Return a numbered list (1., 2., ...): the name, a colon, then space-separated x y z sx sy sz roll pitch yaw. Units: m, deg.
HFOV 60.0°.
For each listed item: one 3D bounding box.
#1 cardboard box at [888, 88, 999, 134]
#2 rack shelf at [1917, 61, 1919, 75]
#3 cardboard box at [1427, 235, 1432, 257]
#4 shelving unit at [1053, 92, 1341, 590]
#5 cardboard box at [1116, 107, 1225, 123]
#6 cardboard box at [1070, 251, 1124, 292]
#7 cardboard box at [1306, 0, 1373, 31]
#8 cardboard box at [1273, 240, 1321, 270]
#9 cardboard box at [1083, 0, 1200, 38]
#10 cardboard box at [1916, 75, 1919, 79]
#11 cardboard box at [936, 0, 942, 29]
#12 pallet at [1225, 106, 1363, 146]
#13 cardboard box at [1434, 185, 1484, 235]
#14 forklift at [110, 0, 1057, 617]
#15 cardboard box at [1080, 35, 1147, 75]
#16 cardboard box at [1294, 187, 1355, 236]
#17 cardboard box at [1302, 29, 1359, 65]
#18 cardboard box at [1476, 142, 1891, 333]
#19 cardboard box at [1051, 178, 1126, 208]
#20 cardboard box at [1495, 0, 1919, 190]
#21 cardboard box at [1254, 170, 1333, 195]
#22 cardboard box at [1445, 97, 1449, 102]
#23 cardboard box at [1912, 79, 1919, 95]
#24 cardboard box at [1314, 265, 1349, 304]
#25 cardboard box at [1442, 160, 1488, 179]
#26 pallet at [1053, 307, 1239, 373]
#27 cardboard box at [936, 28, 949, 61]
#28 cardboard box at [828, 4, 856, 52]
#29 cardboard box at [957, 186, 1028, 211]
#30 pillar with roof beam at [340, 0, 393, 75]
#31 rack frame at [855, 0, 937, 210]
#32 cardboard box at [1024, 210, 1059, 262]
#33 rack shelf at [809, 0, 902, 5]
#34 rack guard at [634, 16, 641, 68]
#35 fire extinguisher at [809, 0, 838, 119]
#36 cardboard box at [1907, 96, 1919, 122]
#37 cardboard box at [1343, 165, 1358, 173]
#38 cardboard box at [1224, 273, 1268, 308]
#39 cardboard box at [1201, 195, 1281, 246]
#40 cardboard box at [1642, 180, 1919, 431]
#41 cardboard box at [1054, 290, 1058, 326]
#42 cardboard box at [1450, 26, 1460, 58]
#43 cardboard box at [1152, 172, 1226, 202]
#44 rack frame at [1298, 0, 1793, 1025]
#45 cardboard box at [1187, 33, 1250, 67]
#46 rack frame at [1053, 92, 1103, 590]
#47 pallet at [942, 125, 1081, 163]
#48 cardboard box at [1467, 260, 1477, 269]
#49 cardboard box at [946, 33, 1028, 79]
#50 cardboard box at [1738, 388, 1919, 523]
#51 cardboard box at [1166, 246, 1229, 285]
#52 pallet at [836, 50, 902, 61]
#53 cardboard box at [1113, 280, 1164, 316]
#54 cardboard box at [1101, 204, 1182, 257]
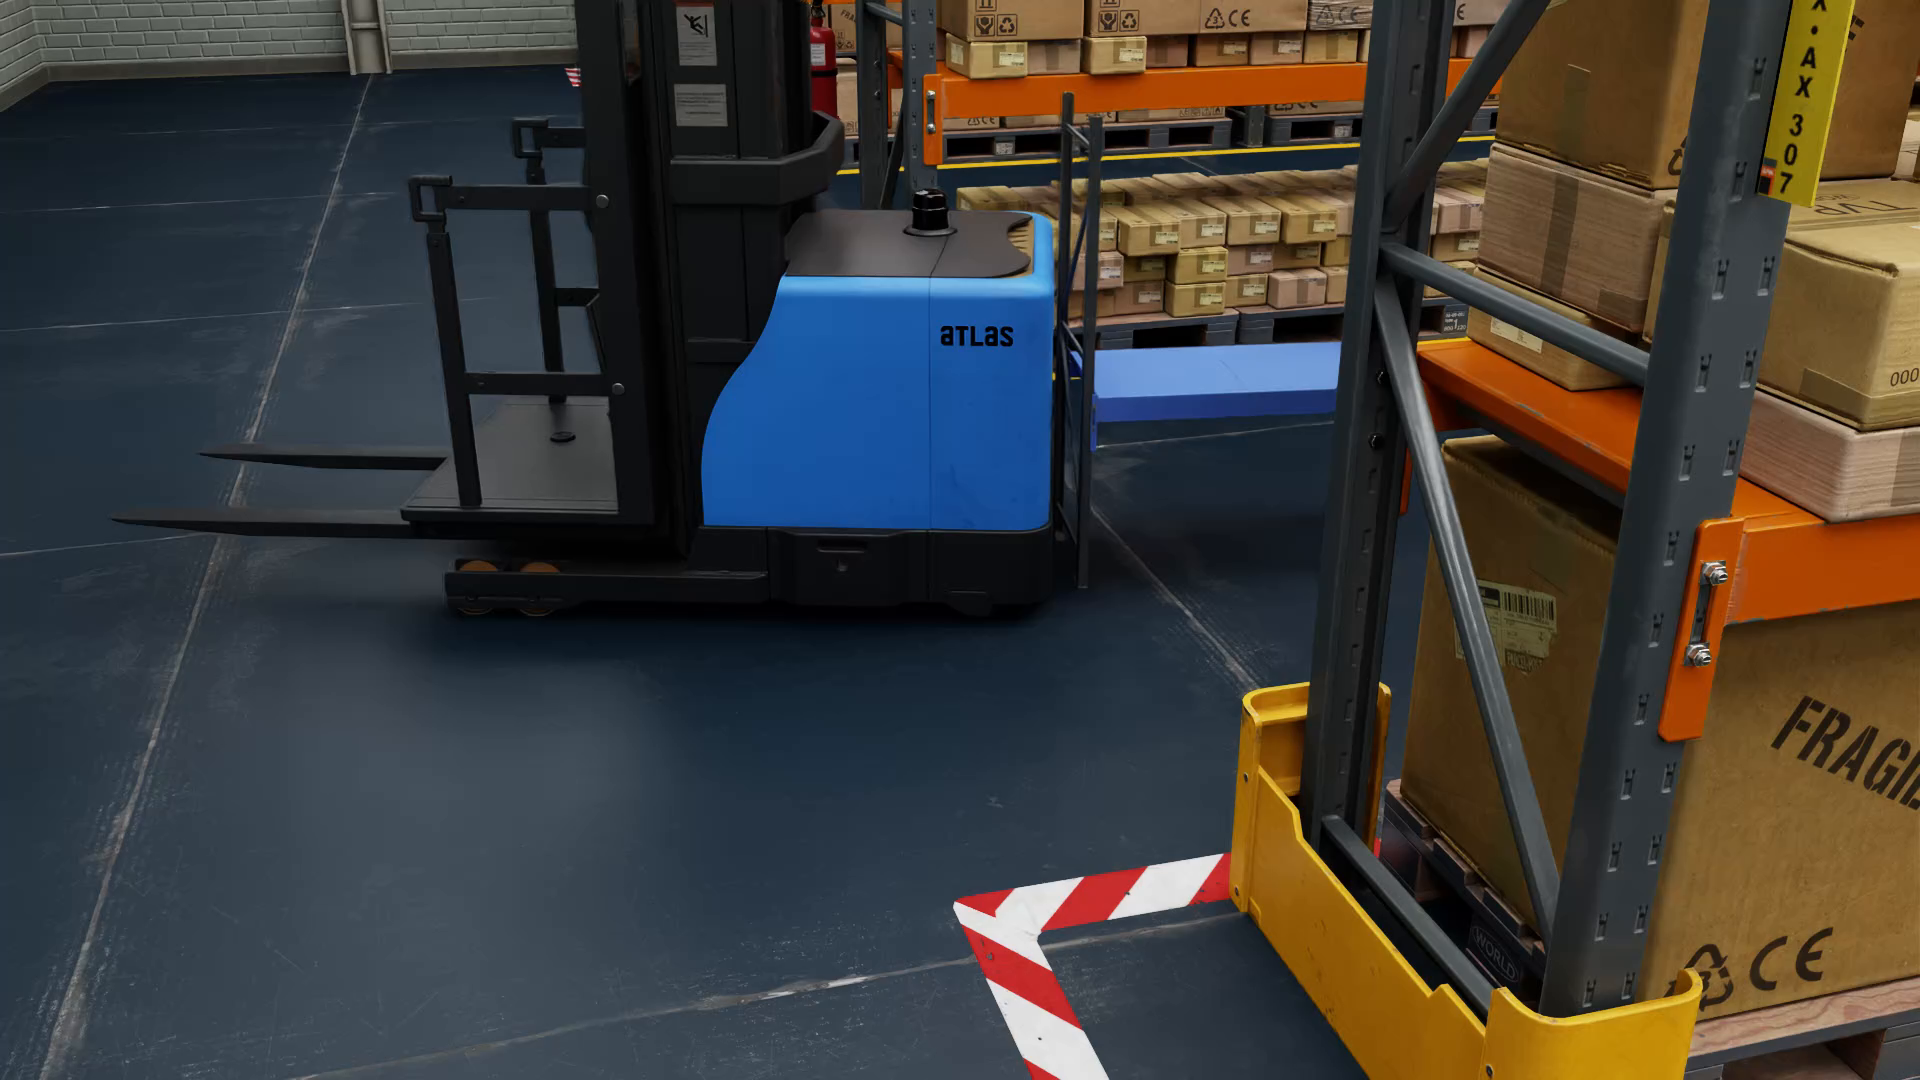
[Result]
1. cardboard box: -0.237 -3.365 12.505 0.875 0.438 0.875 -6 24 -13
2. rack shelf: 5.487 -2.580 8.872 4.000 0.370 1.077 -6 24 -14
3. cardboard box: 2.062 -1.450 8.030 0.250 0.149 0.380 -7 24 -17
4. shelving unit: 0.871 -0.650 5.362 1.048 1.500 0.538 -3 23 -6
5. cardboard box: 1.494 -3.556 12.950 0.875 0.438 0.875 -7 24 -15
6. cardboard box: 0.563 -1.257 7.582 0.250 0.149 0.380 -6 24 -15
7. cardboard box: 1.690 -2.568 7.427 0.500 0.500 0.500 -7 24 -16
8. cardboard box: 1.531 -1.412 7.943 0.250 0.149 0.380 -5 24 -12
9. cardboard box: 0.726 -2.464 7.185 0.500 0.500 0.500 -6 24 -14
10. cardboard box: 7.965 -4.195 14.522 0.625 0.372 0.950 -6 24 -13
11. cardboard box: 0.073 -2.600 7.501 0.500 0.500 0.500 -6 24 -13
12. pallet: 2.850 -3.396 13.396 1.213 0.211 1.003 -6 24 -14
13. cardboard box: 2.309 -1.584 7.966 0.250 0.149 0.380 -8 24 -17
14. forklift: -1.208 -1.315 5.097 3.031 2.935 1.130 1 23 2
15. cardboard box: 0.618 -2.118 7.200 0.250 0.149 0.380 -7 24 -16
16. cardboard box: 1.784 -1.566 7.923 0.250 0.149 0.380 -6 24 -14
17. cardboard box: 1.599 -2.252 7.513 0.250 0.149 0.380 -5 24 -12
18. cardboard box: 1.348 -0.598 3.153 0.500 0.250 0.500 -7 24 -15
19. cardboard box: 0.624 -1.661 8.147 0.250 0.149 0.380 -7 24 -16
20. cardboard box: 1.351 -0.942 3.003 0.500 0.500 0.500 -6 24 -14
21. cardboard box: 1.662 -1.739 8.328 0.250 0.149 0.380 -6 24 -14
22. cardboard box: 3.570 -3.979 13.380 0.875 0.875 0.875 -6 24 -13
23. cardboard box: 5.214 -2.373 9.164 0.500 0.250 0.500 -7 24 -17
24. cardboard box: 1.787 -1.259 7.963 0.250 0.149 0.380 -6 24 -14
25. cardboard box: 2.662 -1.844 8.571 0.250 0.149 0.380 -7 24 -15
26. pallet: 0.575 -1.072 7.980 1.213 0.211 1.003 -6 24 -14
27. cardboard box: -0.052 -2.298 7.621 0.250 0.149 0.380 -6 24 -14
28. cardboard box: -1.085 -5.193 16.685 0.500 0.500 0.500 -6 24 -13
29. cardboard box: 0.151 -1.581 7.958 0.250 0.149 0.380 -6 24 -14
30. pillar with roof beam: -4.745 -7.202 11.122 0.400 9.000 9.100 -6 24 -14
31. rack frame: -0.290 -2.272 7.241 0.127 3.000 1.000 -6 24 -14
32. cardboard box: 0.306 -1.355 7.432 0.250 0.149 0.380 -7 24 -17
33. rack shelf: 0.201 -4.023 12.234 4.000 0.370 1.077 -6 24 -14
34. rack guard: -2.995 -4.884 16.498 0.348 0.500 1.175 -6 24 -14
35. fire extinguisher: -0.657 -2.213 7.675 0.183 0.674 0.296 -6 24 -14
36. cardboard box: 4.856 -2.123 8.580 0.500 0.250 0.500 -6 24 -13
37. cardboard box: 2.150 -1.811 8.495 0.250 0.149 0.380 -6 24 -13
38. cardboard box: 1.264 -1.226 7.886 0.250 0.149 0.380 -6 24 -14
39. cardboard box: 1.303 -1.492 7.751 0.250 0.149 0.380 -5 24 -12
40. cardboard box: 1.488 -0.394 2.678 0.500 0.250 0.500 -7 24 -16
41. cardboard box: 0.301 -1.089 7.567 0.250 0.149 0.380 -6 24 -13
42. cardboard box: 2.090 -2.323 7.679 0.250 0.149 0.380 -7 24 -15
43. cardboard box: 1.134 -1.715 8.271 0.250 0.149 0.380 -5 24 -12
44. rack frame: 0.953 -0.378 2.827 0.127 3.000 1.000 -6 24 -14
45. cardboard box: 1.098 -2.217 7.431 0.250 0.149 0.380 -7 24 -15
46. rack frame: 0.367 -0.626 5.306 0.032 1.500 0.500 -3 23 -6
47. pallet: 0.197 -3.102 12.712 1.213 0.211 1.003 -6 24 -14
48. cardboard box: 2.480 -1.379 8.243 0.250 0.149 0.380 -7 24 -16
49. cardboard box: 0.111 -2.066 7.080 0.250 0.149 0.380 -7 24 -15
50. cardboard box: 1.384 -0.175 2.673 0.250 0.149 0.380 -6 24 -14
51. cardboard box: 1.051 -1.303 7.689 0.250 0.149 0.380 -6 24 -13
52. pallet: -1.056 -4.965 17.053 1.213 0.211 1.003 -6 24 -14
53. cardboard box: 0.768 -1.177 7.772 0.250 0.149 0.380 -6 24 -14
54. cardboard box: 0.817 -1.408 7.556 0.250 0.149 0.380 -6 24 -15
